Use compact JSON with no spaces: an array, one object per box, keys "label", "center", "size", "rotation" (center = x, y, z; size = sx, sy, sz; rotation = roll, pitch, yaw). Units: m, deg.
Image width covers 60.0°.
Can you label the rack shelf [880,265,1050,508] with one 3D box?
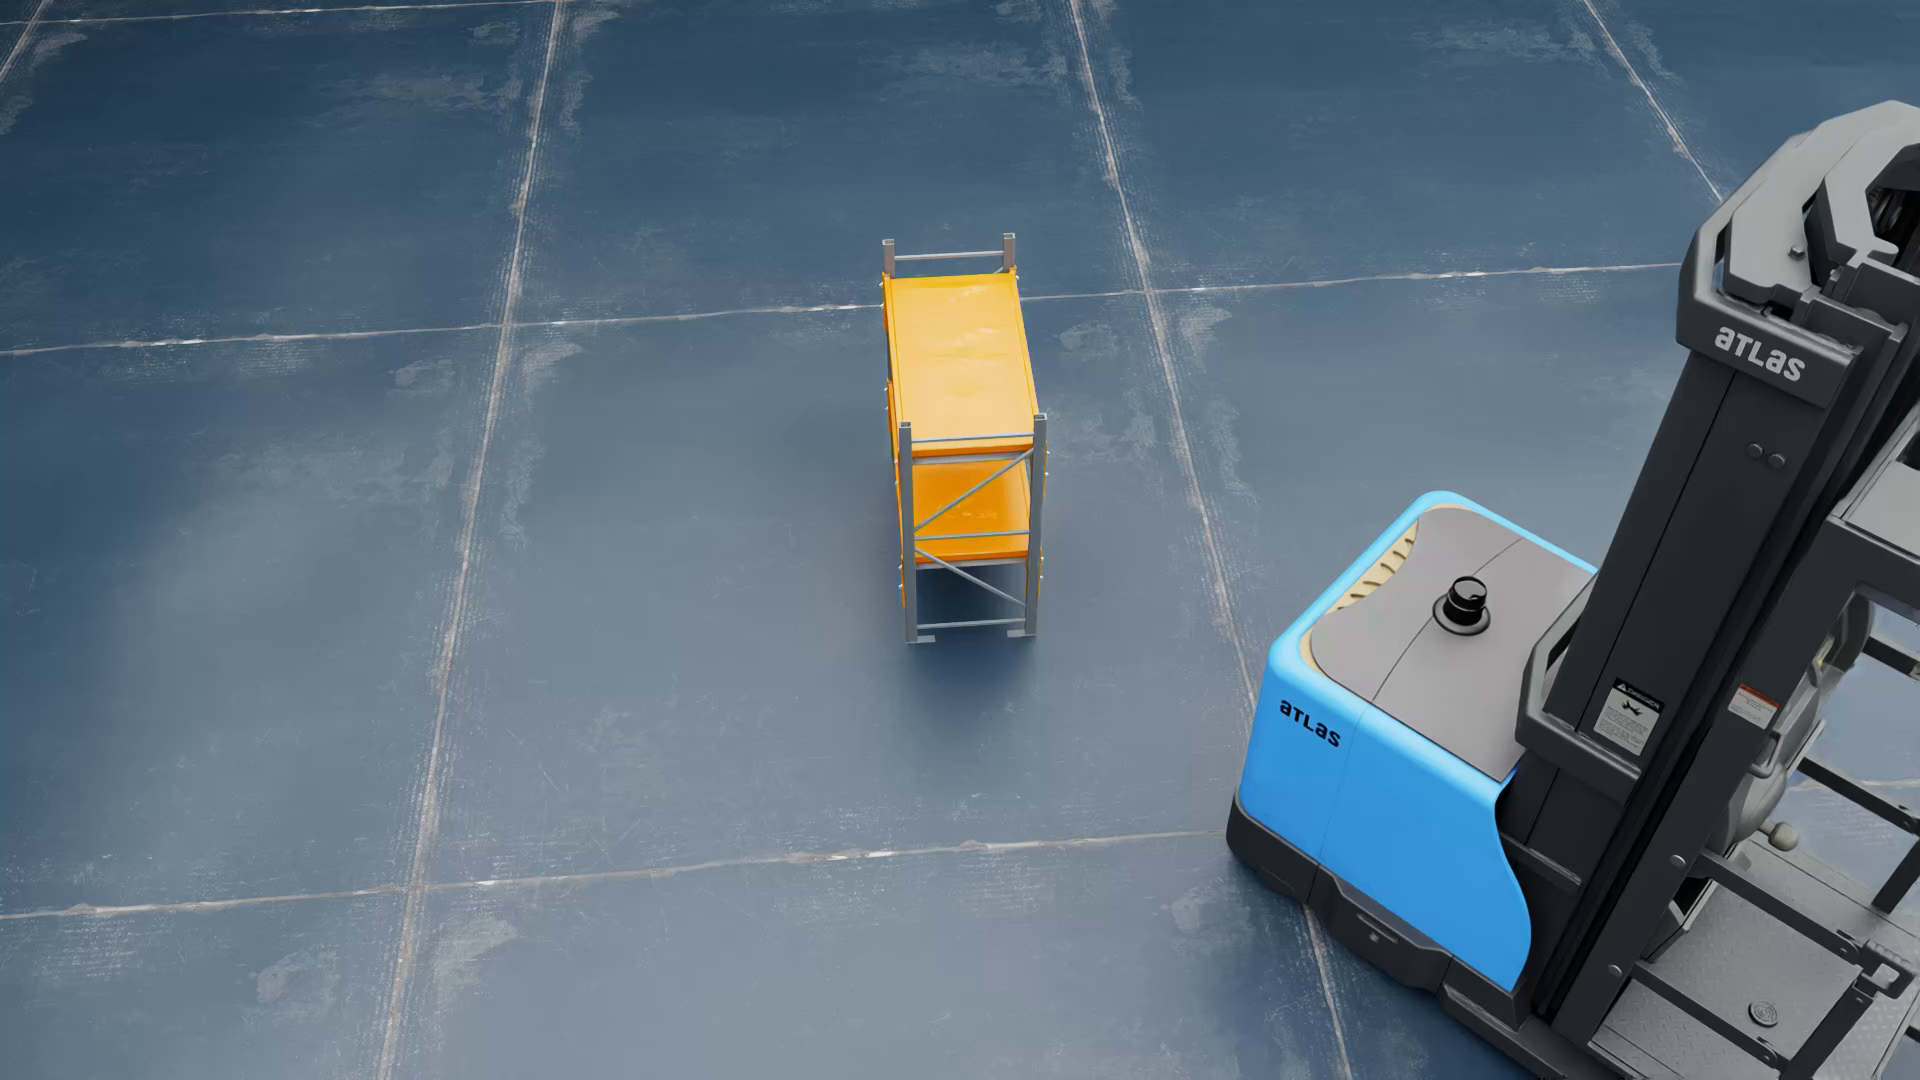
[{"label":"rack shelf","center":[0.001,-0.583,6.124],"size":[0.538,0.278,1.000],"rotation":[-3,47,-3]}]

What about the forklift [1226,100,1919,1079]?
[{"label":"forklift","center":[2.342,0.518,4.241],"size":[3.031,2.935,1.130],"rotation":[33,55,27]}]

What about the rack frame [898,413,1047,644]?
[{"label":"rack frame","center":[0.043,-0.014,5.989],"size":[0.500,1.125,0.032],"rotation":[-3,47,-3]}]

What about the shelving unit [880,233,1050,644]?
[{"label":"shelving unit","center":[0.001,-0.382,6.337],"size":[0.538,1.125,1.048],"rotation":[-3,47,-3]}]

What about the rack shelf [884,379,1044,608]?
[{"label":"rack shelf","center":[0.001,-0.214,6.514],"size":[0.538,0.278,1.000],"rotation":[-3,47,-3]}]

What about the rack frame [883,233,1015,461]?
[{"label":"rack frame","center":[-0.042,-0.750,6.685],"size":[0.500,1.125,0.032],"rotation":[-3,47,-3]}]
